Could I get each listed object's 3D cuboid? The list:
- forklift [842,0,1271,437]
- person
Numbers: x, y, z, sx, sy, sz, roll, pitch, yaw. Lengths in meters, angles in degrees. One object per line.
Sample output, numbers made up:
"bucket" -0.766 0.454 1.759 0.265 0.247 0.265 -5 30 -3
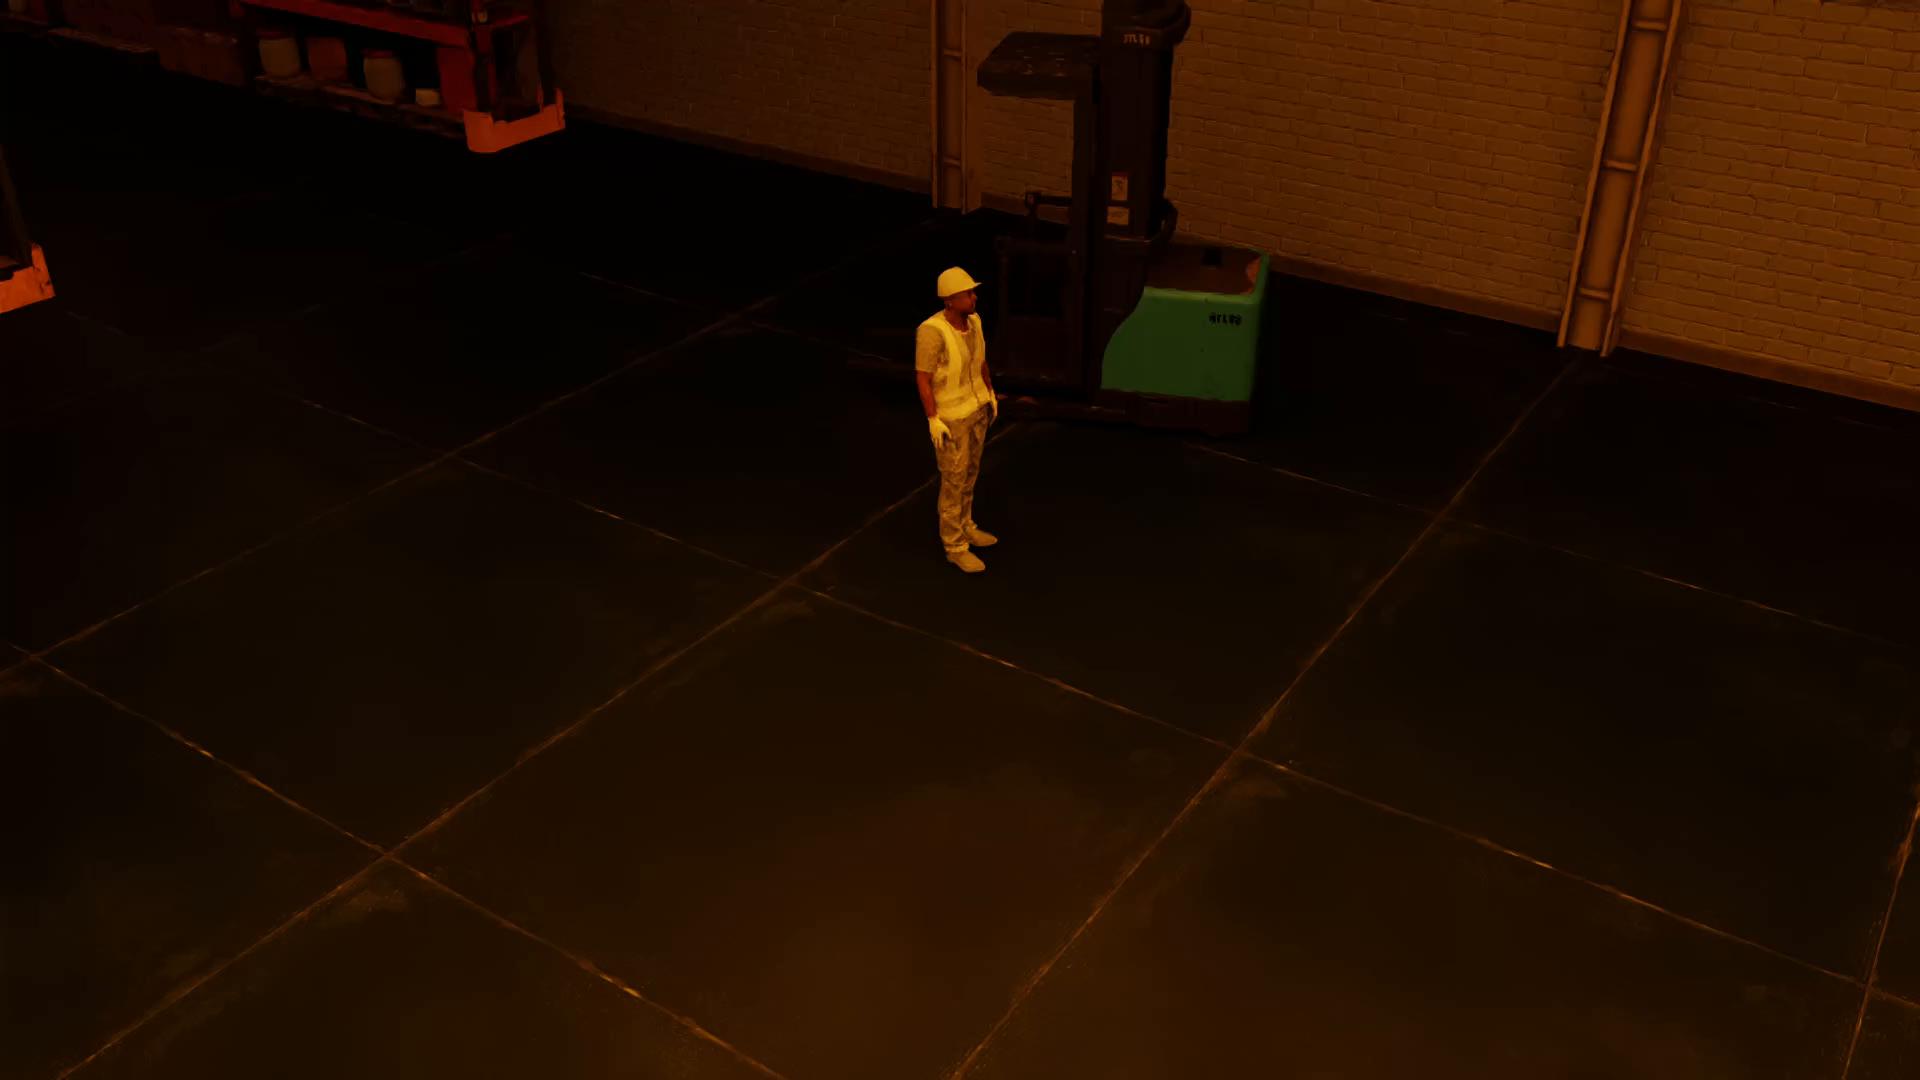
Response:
"forklift" 0.676 -2.378 11.677 3.031 2.935 1.130 7 31 12
"person" 0.055 -0.753 10.008 0.576 1.782 0.655 19 35 29
